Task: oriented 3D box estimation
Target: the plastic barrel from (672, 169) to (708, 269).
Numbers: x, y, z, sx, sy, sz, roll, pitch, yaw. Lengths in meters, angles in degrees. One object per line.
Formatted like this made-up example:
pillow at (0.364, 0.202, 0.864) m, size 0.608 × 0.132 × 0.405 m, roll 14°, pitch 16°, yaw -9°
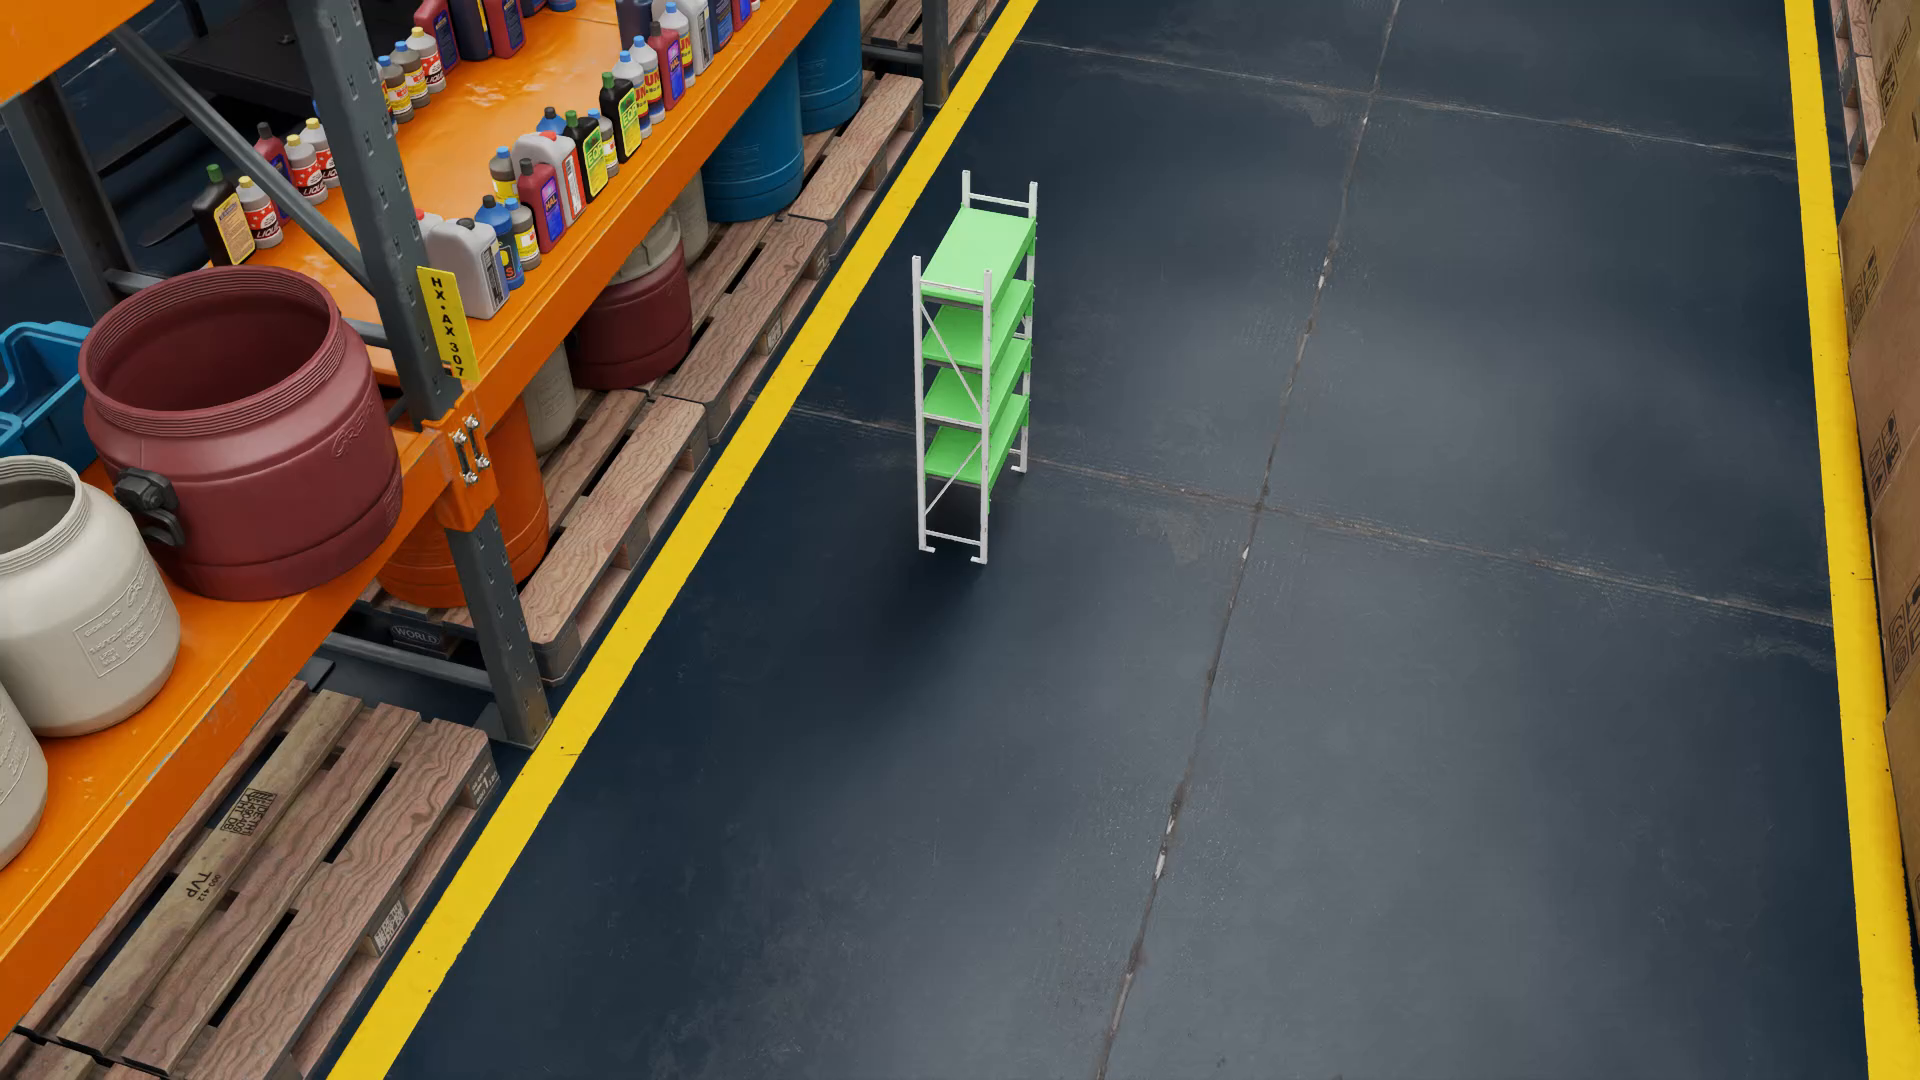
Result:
plastic barrel at (-1.200, -1.310, 6.422) m, size 0.421 × 0.512 × 0.421 m, roll 0°, pitch 44°, yaw 0°

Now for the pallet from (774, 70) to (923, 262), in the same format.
pallet at (-0.821, -1.735, 7.372) m, size 1.003 × 0.211 × 1.213 m, roll 13°, pitch 46°, yaw 13°

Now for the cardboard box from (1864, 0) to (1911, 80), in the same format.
cardboard box at (4.721, -2.602, 7.483) m, size 0.875 × 0.875 × 0.875 m, roll 13°, pitch 46°, yaw 13°

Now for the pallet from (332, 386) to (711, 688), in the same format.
pallet at (-1.560, -0.109, 5.710) m, size 1.003 × 0.211 × 1.213 m, roll 13°, pitch 46°, yaw 13°

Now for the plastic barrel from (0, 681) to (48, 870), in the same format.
plastic barrel at (-1.995, 0.401, 3.116) m, size 0.421 × 0.512 × 0.421 m, roll 0°, pitch 44°, yaw 0°

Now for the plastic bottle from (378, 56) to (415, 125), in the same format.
plastic bottle at (-1.774, -1.411, 5.189) m, size 0.097 × 0.201 × 0.097 m, roll 0°, pitch 44°, yaw 0°

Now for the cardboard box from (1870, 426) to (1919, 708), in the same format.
cardboard box at (3.467, 0.039, 4.784) m, size 1.225 × 0.875 × 0.875 m, roll 13°, pitch 46°, yaw 13°

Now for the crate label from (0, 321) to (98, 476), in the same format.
crate label at (-2.244, -0.310, 4.041) m, size 0.303 × 0.233 × 0.416 m, roll 13°, pitch 46°, yaw 13°

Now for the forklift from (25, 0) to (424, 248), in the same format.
forklift at (-2.902, -3.114, 6.836) m, size 1.130 × 2.935 × 3.031 m, roll 18°, pitch 47°, yaw 18°

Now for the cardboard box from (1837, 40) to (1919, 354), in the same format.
cardboard box at (3.998, -1.148, 5.997) m, size 1.225 × 0.875 × 0.875 m, roll 13°, pitch 46°, yaw 13°

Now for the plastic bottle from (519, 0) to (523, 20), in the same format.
plastic bottle at (-1.543, -1.850, 5.580) m, size 0.061 × 0.283 × 0.133 m, roll 13°, pitch 46°, yaw 13°

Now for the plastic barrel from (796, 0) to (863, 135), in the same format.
plastic barrel at (-0.729, -2.278, 7.134) m, size 0.600 × 0.901 × 0.708 m, roll 13°, pitch 46°, yaw 13°

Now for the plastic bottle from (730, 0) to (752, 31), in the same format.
plastic bottle at (-0.760, -1.876, 5.606) m, size 0.061 × 0.283 × 0.133 m, roll 13°, pitch 46°, yaw 13°

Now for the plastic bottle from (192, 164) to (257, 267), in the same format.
plastic bottle at (-2.043, -0.889, 4.597) m, size 0.061 × 0.283 × 0.133 m, roll 13°, pitch 46°, yaw 13°

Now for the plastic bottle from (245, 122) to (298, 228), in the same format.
plastic bottle at (-1.974, -1.043, 4.755) m, size 0.061 × 0.283 × 0.133 m, roll 13°, pitch 46°, yaw 13°

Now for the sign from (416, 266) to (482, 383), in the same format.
sign at (-1.233, -0.517, 4.017) m, size 0.100 × 0.325 × 0.005 m, roll 13°, pitch 46°, yaw 13°

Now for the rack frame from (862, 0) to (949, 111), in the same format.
rack frame at (-0.548, -3.237, 6.913) m, size 1.000 × 3.000 × 0.127 m, roll 13°, pitch 46°, yaw 13°

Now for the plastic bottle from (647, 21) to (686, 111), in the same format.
plastic bottle at (-0.927, -1.510, 5.232) m, size 0.061 × 0.283 × 0.133 m, roll 13°, pitch 46°, yaw 13°

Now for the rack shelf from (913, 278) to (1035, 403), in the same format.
rack shelf at (0.050, -0.665, 5.320) m, size 0.258 × 0.148 × 0.480 m, roll 13°, pitch 46°, yaw 12°

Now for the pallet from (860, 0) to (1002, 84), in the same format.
pallet at (-0.362, -2.739, 8.398) m, size 1.003 × 0.211 × 1.213 m, roll 13°, pitch 46°, yaw 13°

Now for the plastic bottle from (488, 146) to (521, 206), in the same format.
plastic bottle at (-1.305, -1.042, 4.812) m, size 0.097 × 0.201 × 0.097 m, roll 0°, pitch 44°, yaw 0°

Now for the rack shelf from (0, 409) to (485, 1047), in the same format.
rack shelf at (-2.365, 1.019, 3.078) m, size 1.077 × 0.370 × 4.000 m, roll 13°, pitch 46°, yaw 13°

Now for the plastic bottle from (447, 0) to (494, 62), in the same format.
plastic bottle at (-1.609, -1.772, 5.452) m, size 0.144 × 0.351 × 0.185 m, roll 13°, pitch 46°, yaw 13°

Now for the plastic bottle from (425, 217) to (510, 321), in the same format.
plastic bottle at (-1.320, -0.747, 4.457) m, size 0.152 × 0.276 × 0.135 m, roll 13°, pitch 46°, yaw 13°

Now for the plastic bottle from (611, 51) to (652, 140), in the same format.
plastic bottle at (-1.009, -1.368, 5.095) m, size 0.097 × 0.271 × 0.097 m, roll 0°, pitch 44°, yaw 0°

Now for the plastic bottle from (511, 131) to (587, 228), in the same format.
plastic bottle at (-1.180, -1.055, 4.772) m, size 0.152 × 0.276 × 0.135 m, roll 13°, pitch 46°, yaw 13°

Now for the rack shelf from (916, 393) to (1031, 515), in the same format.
rack shelf at (0.050, -0.322, 5.656) m, size 0.258 × 0.148 × 0.480 m, roll 13°, pitch 46°, yaw 12°

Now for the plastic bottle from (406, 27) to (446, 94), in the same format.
plastic bottle at (-1.715, -1.541, 5.322) m, size 0.097 × 0.201 × 0.097 m, roll 0°, pitch 44°, yaw 0°

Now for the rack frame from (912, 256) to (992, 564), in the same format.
rack frame at (-0.024, -0.377, 5.277) m, size 0.240 × 1.200 × 0.015 m, roll 13°, pitch 46°, yaw 12°

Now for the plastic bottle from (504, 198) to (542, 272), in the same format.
plastic bottle at (-1.230, -0.856, 4.622) m, size 0.097 × 0.201 × 0.097 m, roll 0°, pitch 44°, yaw 0°

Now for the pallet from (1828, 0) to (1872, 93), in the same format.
pallet at (4.845, -2.498, 8.151) m, size 1.003 × 0.211 × 1.213 m, roll 13°, pitch 46°, yaw 12°

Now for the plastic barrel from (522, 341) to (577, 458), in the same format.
plastic barrel at (-1.542, -0.557, 5.653) m, size 0.421 × 0.512 × 0.421 m, roll 0°, pitch 44°, yaw 0°

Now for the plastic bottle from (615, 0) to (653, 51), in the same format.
plastic bottle at (-1.034, -1.746, 5.425) m, size 0.144 × 0.351 × 0.185 m, roll 13°, pitch 46°, yaw 13°

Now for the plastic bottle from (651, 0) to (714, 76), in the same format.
plastic bottle at (-0.900, -1.671, 5.402) m, size 0.152 × 0.276 × 0.135 m, roll 13°, pitch 46°, yaw 13°

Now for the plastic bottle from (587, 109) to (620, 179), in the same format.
plastic bottle at (-1.079, -1.189, 4.962) m, size 0.097 × 0.201 × 0.097 m, roll 0°, pitch 44°, yaw 0°

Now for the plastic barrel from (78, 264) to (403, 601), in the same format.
plastic barrel at (-1.611, -0.246, 3.759) m, size 0.600 × 0.536 × 0.708 m, roll 13°, pitch 46°, yaw 13°

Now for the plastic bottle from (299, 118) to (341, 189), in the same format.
plastic bottle at (-1.892, -1.152, 4.924) m, size 0.097 × 0.201 × 0.097 m, roll 0°, pitch 44°, yaw 0°

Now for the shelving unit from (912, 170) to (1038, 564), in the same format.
shelving unit at (0.050, -0.539, 5.443) m, size 0.258 × 1.200 × 0.503 m, roll 13°, pitch 46°, yaw 12°
